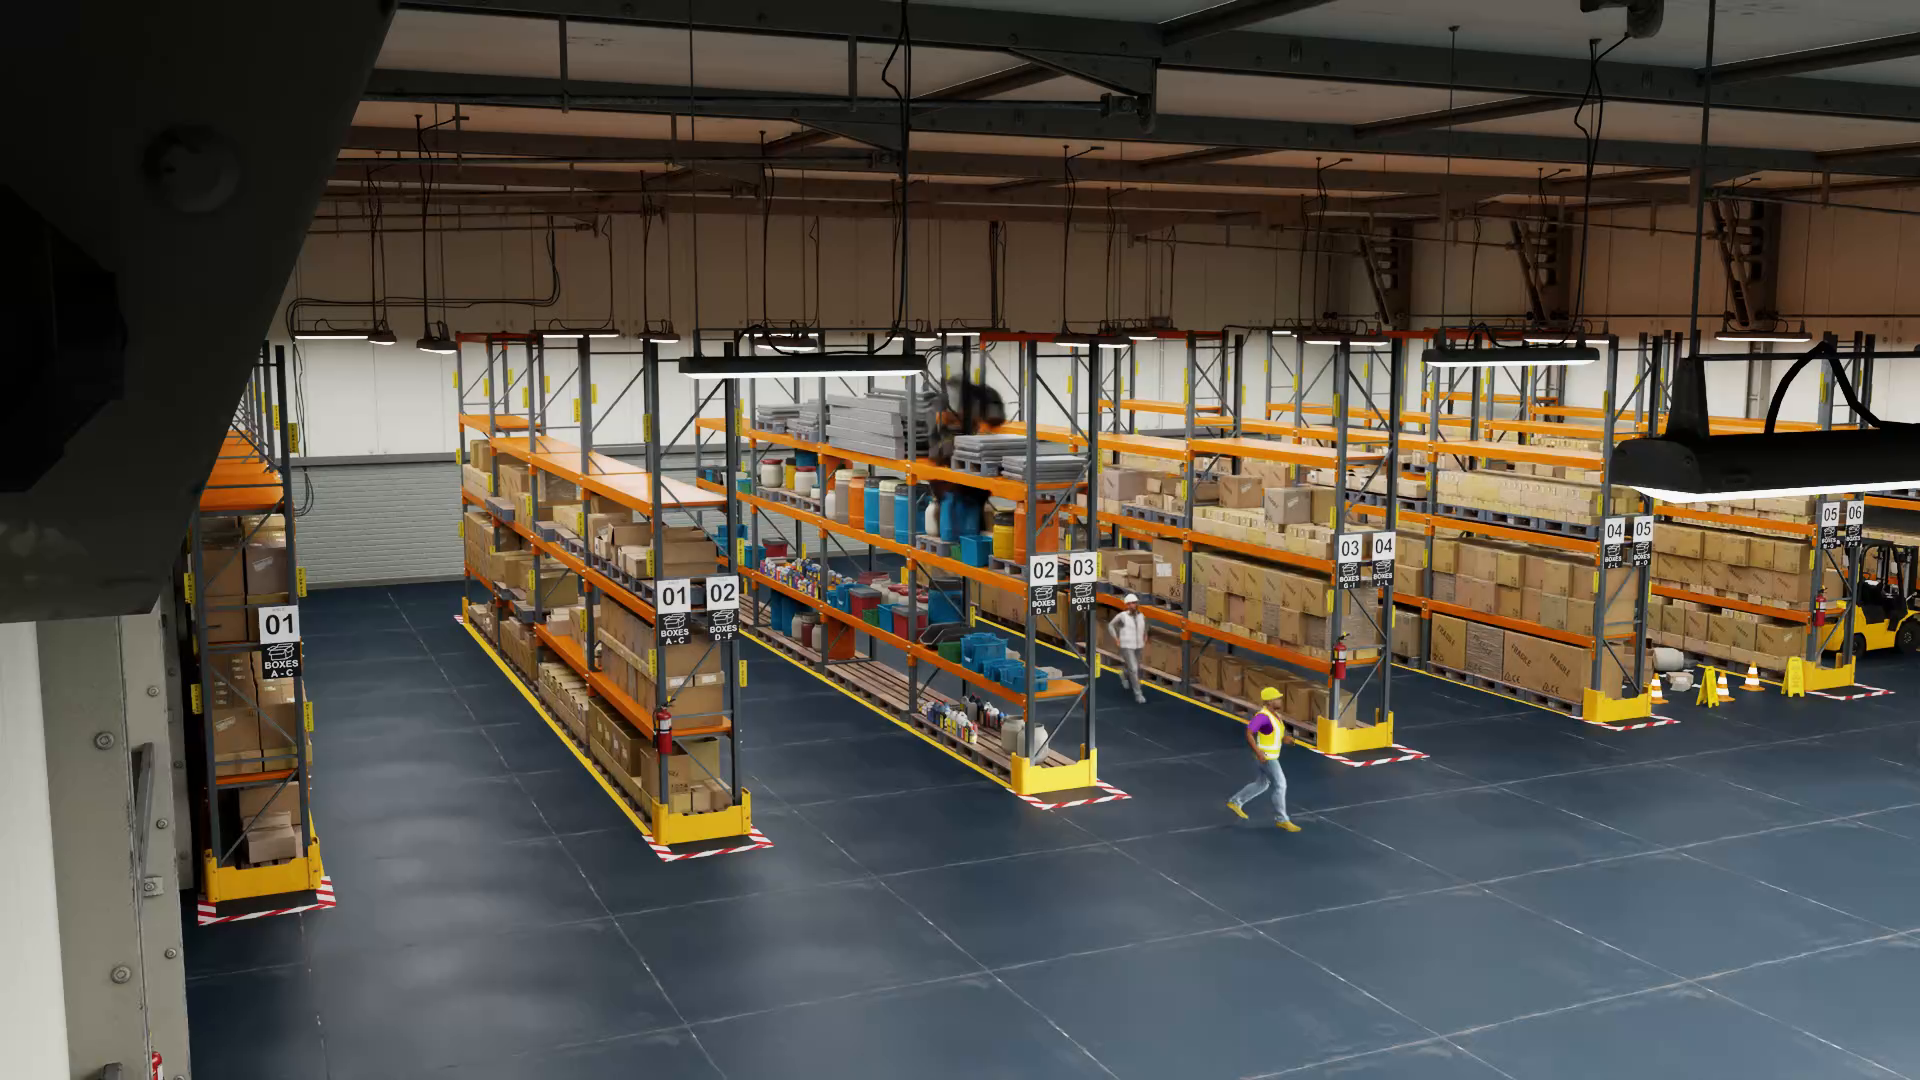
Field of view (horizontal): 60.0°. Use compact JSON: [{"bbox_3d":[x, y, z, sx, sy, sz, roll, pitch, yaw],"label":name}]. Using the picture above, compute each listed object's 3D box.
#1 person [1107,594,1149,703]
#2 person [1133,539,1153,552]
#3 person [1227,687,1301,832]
[{"bbox_3d":[2.843,1.757,27.487,0.687,1.735,1.004,-4,9,-25],"label":"person"},{"bbox_3d":[4.726,-0.243,42.510,0.954,1.771,0.649,-5,9,-32],"label":"person"},{"bbox_3d":[3.780,2.690,20.599,0.922,1.779,0.702,2,8,14],"label":"person"}]
